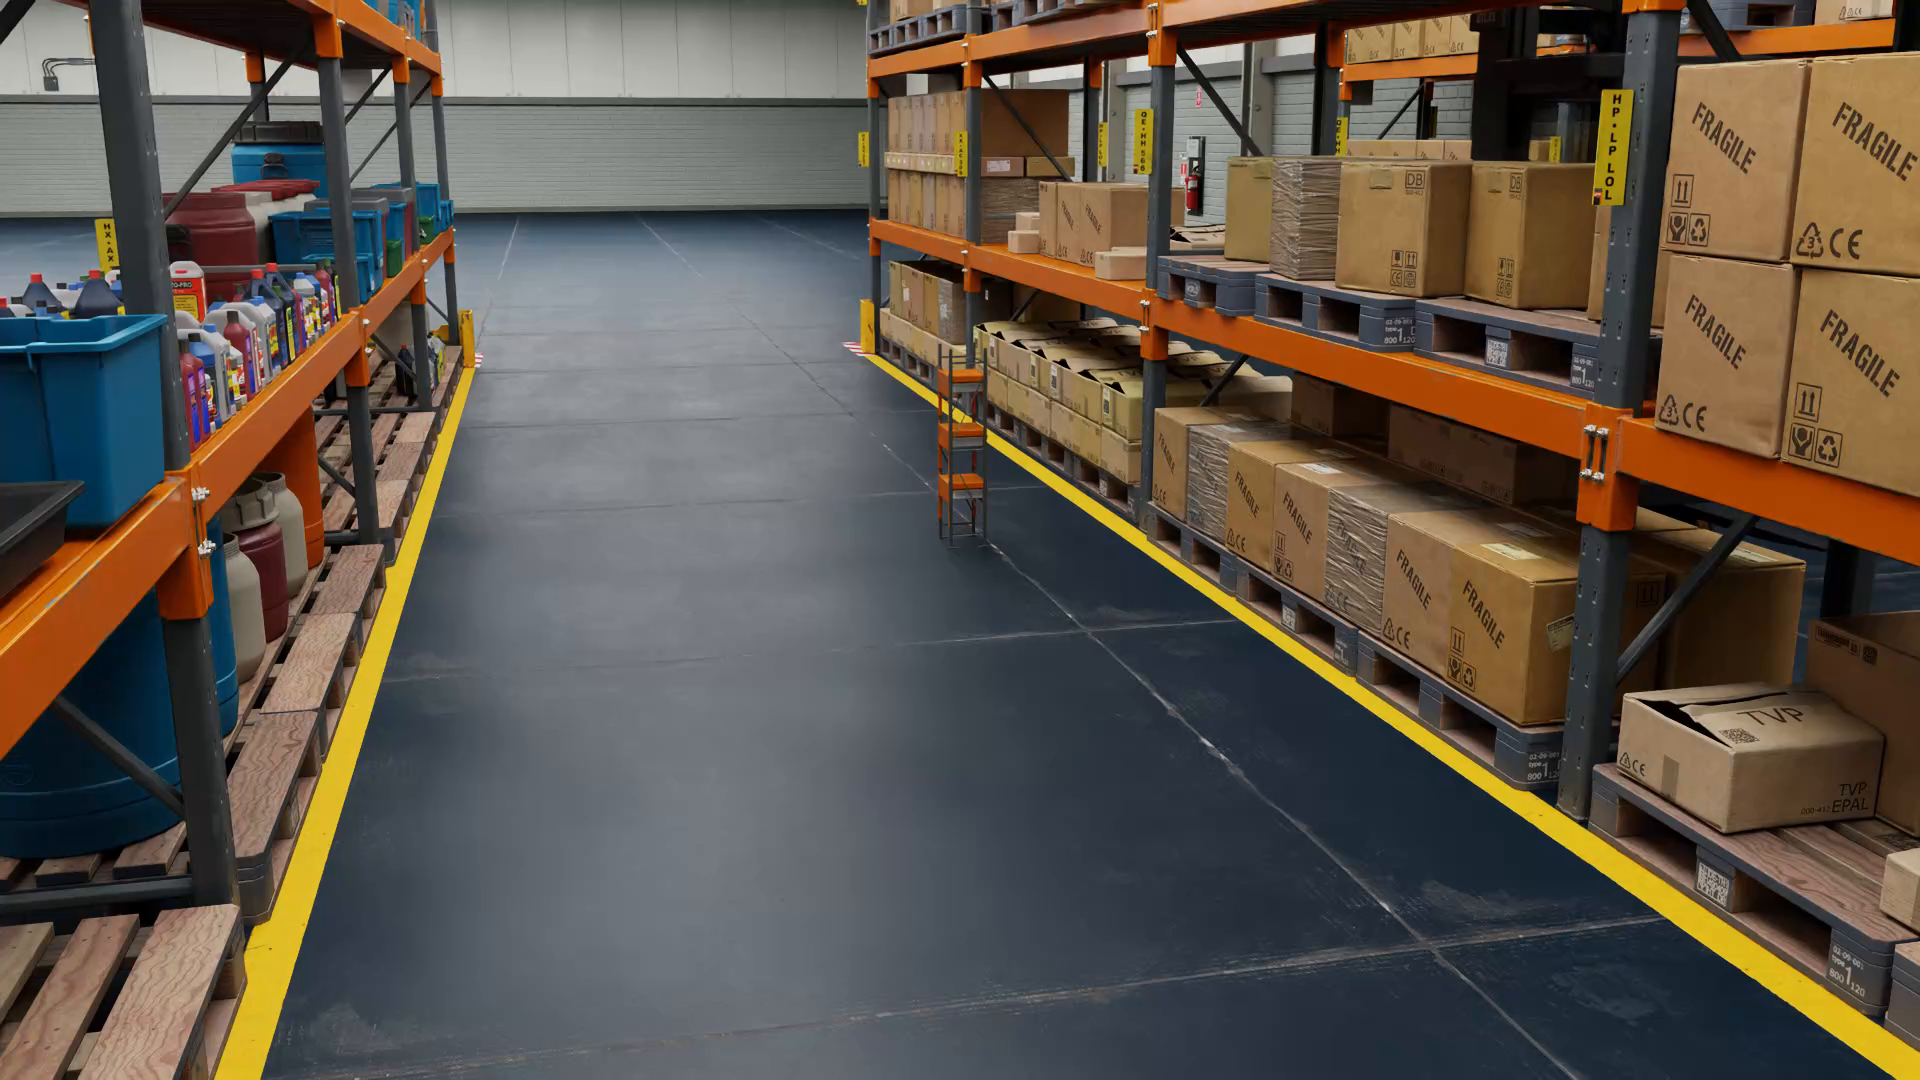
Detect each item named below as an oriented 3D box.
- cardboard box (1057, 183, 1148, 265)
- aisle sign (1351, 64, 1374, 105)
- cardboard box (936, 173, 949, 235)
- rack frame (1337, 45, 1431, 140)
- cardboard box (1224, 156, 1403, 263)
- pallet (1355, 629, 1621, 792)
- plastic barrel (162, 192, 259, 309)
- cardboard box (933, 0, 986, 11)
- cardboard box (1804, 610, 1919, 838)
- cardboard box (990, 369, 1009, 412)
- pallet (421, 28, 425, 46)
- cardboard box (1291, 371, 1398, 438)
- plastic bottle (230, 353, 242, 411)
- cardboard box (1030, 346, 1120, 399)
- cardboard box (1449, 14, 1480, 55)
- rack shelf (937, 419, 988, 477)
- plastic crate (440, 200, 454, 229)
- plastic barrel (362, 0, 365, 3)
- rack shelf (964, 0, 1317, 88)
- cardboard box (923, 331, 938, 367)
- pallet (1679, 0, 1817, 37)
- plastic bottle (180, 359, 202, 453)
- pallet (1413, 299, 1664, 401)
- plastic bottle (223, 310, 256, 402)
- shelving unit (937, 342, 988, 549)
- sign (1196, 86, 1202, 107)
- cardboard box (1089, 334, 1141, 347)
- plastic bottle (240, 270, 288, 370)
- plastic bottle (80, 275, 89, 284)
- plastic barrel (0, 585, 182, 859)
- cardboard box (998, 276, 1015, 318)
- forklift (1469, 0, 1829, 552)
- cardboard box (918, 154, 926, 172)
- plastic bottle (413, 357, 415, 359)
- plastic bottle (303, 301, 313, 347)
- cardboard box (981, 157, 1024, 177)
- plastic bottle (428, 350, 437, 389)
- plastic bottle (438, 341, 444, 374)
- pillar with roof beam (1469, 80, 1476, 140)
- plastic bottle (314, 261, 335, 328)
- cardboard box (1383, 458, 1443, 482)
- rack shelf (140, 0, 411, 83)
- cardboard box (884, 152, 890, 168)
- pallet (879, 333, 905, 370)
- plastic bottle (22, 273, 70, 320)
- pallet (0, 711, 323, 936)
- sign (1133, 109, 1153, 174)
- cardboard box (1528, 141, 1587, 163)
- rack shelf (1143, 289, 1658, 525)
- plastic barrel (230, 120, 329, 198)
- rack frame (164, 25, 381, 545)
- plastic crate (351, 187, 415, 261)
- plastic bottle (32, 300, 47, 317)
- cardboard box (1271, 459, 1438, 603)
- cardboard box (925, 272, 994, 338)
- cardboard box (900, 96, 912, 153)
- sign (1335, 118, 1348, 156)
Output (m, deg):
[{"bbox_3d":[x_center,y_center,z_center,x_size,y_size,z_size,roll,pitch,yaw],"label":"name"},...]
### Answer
[{"bbox_3d":[0.951,-2.081,10.913,0.500,0.500,0.500,-3,14,-13],"label":"cardboard box"},{"bbox_3d":[4.111,-4.910,17.226,0.394,0.787,0.004,-3,14,-13],"label":"aisle sign"},{"bbox_3d":[0.191,-2.835,14.001,0.700,0.500,0.500,-3,14,-12],"label":"cardboard box"},{"bbox_3d":[4.420,-3.647,17.535,1.000,3.000,0.127,-3,14,-13],"label":"rack frame"},{"bbox_3d":[1.742,-1.638,8.216,0.700,0.500,0.500,-9,16,-32],"label":"cardboard box"},{"bbox_3d":[2.196,0.567,6.160,1.003,0.211,1.213,-3,14,-13],"label":"pallet"},{"bbox_3d":[-3.735,-1.406,8.073,0.600,0.536,0.708,-3,14,-13],"label":"plastic barrel"},{"bbox_3d":[-0.004,-4.317,13.308,0.380,0.149,0.250,-3,14,-13],"label":"cardboard box"},{"bbox_3d":[2.834,0.514,4.841,0.500,0.500,0.500,-3,14,-13],"label":"cardboard box"},{"bbox_3d":[0.518,-1.091,11.980,0.500,0.250,0.500,-3,14,-12],"label":"cardboard box"},{"bbox_3d":[-5.111,-4.264,14.137,1.003,0.211,1.213,-3,14,-13],"label":"pallet"},{"bbox_3d":[1.950,-0.673,8.121,0.500,0.250,0.500,-3,14,-11],"label":"cardboard box"},{"bbox_3d":[-2.240,-0.493,5.044,0.097,0.201,0.097,0,14,0],"label":"plastic bottle"},{"bbox_3d":[0.762,-1.124,10.936,0.500,0.311,0.500,-3,14,-12],"label":"cardboard box"},{"bbox_3d":[4.727,-4.586,14.803,0.500,0.500,0.500,-4,14,-15],"label":"cardboard box"},{"bbox_3d":[0.013,-0.487,8.754,0.215,0.259,0.240,-3,14,-13],"label":"rack shelf"},{"bbox_3d":[-4.802,-2.924,14.888,0.499,0.251,0.616,-3,14,-13],"label":"plastic crate"},{"bbox_3d":[-3.467,-3.268,8.756,0.600,0.830,0.708,-3,14,-13],"label":"plastic barrel"},{"bbox_3d":[1.015,-3.094,10.465,1.077,0.370,4.000,-3,14,-13],"label":"rack shelf"},{"bbox_3d":[-0.016,-1.641,14.232,0.500,0.250,0.500,-3,14,-13],"label":"cardboard box"},{"bbox_3d":[5.647,-3.703,11.838,1.213,0.211,1.003,-3,14,-13],"label":"pallet"},{"bbox_3d":[-2.063,-0.378,4.401,0.061,0.283,0.133,-3,14,-13],"label":"plastic bottle"},{"bbox_3d":[2.342,-0.699,5.872,1.003,0.211,1.213,-3,14,-13],"label":"pallet"},{"bbox_3d":[-2.272,-0.583,5.239,0.061,0.283,0.133,-3,14,-13],"label":"plastic bottle"},{"bbox_3d":[0.013,-0.498,8.752,0.215,1.050,0.252,-3,14,-13],"label":"shelving unit"},{"bbox_3d":[3.568,-6.624,24.834,0.001,0.298,0.199,-3,14,-13],"label":"sign"},{"bbox_3d":[1.162,-1.276,11.555,0.500,0.311,0.500,-3,14,-13],"label":"cardboard box"},{"bbox_3d":[-2.481,-0.780,5.902,0.144,0.351,0.185,-3,14,-13],"label":"plastic bottle"},{"bbox_3d":[-3.394,-0.881,6.460,0.061,0.283,0.133,-3,14,-13],"label":"plastic bottle"},{"bbox_3d":[-2.503,0.362,4.660,0.600,0.901,0.708,-3,14,-13],"label":"plastic barrel"},{"bbox_3d":[0.615,-1.919,13.791,0.500,0.500,0.500,-3,14,-13],"label":"cardboard box"},{"bbox_3d":[3.418,-1.478,8.800,1.130,2.935,3.031,-4,14,-15],"label":"forklift"},{"bbox_3d":[-0.151,-3.277,14.441,0.380,0.149,0.250,-3,14,-13],"label":"cardboard box"},{"bbox_3d":[-4.208,-1.297,12.735,0.097,0.271,0.097,0,14,0],"label":"plastic bottle"},{"bbox_3d":[-2.621,-0.868,6.577,0.097,0.201,0.097,0,14,0],"label":"plastic bottle"},{"bbox_3d":[0.273,-2.862,12.743,0.380,0.149,0.250,-3,14,-13],"label":"cardboard box"},{"bbox_3d":[-4.057,-1.308,12.617,0.144,0.351,0.185,-3,14,-12],"label":"plastic bottle"},{"bbox_3d":[-4.287,-1.495,13.536,0.152,0.276,0.135,-4,14,-15],"label":"plastic bottle"},{"bbox_3d":[1.241,-6.208,15.377,9.100,9.000,0.400,-3,14,-13],"label":"pillar with roof beam"},{"bbox_3d":[-2.767,-1.070,7.232,0.061,0.283,0.133,-3,14,-13],"label":"plastic bottle"},{"bbox_3d":[2.183,-0.081,7.279,0.500,0.500,0.500,-4,14,-15],"label":"cardboard box"},{"bbox_3d":[-3.801,-2.818,9.338,1.077,0.370,4.000,-3,14,-13],"label":"rack shelf"},{"bbox_3d":[-0.511,-3.631,15.893,0.380,0.149,0.250,-3,14,-14],"label":"cardboard box"},{"bbox_3d":[-0.174,-1.841,16.019,1.003,0.211,1.213,-3,14,-13],"label":"pallet"},{"bbox_3d":[-3.184,-0.751,5.783,0.144,0.351,0.185,-3,14,-13],"label":"plastic bottle"},{"bbox_3d":[-2.532,0.848,5.012,1.003,0.211,1.213,-3,14,-13],"label":"pallet"},{"bbox_3d":[0.946,-2.055,8.580,0.100,0.325,0.005,-3,14,-13],"label":"sign"},{"bbox_3d":[4.948,-3.117,14.060,0.500,0.500,0.500,-3,14,-13],"label":"cardboard box"},{"bbox_3d":[1.954,-0.714,7.044,1.077,0.370,4.000,-3,14,-13],"label":"rack shelf"},{"bbox_3d":[-4.474,-2.310,11.004,0.600,0.901,0.708,-3,14,-13],"label":"plastic barrel"},{"bbox_3d":[-3.331,-1.249,7.720,1.000,3.000,0.127,-3,14,-13],"label":"rack frame"},{"bbox_3d":[-3.859,-2.109,11.102,0.402,0.464,0.583,-3,14,-13],"label":"plastic crate"},{"bbox_3d":[-3.115,-0.682,5.667,0.097,0.271,0.097,0,14,0],"label":"plastic bottle"},{"bbox_3d":[1.683,-0.046,7.137,0.500,0.500,0.500,-4,14,-15],"label":"cardboard box"},{"bbox_3d":[-0.003,-2.006,14.146,0.500,0.500,0.500,-3,14,-13],"label":"cardboard box"},{"bbox_3d":[-0.156,-3.807,15.246,0.700,0.500,0.500,-4,14,-15],"label":"cardboard box"},{"bbox_3d":[2.010,-2.081,8.852,0.100,0.325,0.005,-3,14,-13],"label":"sign"}]
